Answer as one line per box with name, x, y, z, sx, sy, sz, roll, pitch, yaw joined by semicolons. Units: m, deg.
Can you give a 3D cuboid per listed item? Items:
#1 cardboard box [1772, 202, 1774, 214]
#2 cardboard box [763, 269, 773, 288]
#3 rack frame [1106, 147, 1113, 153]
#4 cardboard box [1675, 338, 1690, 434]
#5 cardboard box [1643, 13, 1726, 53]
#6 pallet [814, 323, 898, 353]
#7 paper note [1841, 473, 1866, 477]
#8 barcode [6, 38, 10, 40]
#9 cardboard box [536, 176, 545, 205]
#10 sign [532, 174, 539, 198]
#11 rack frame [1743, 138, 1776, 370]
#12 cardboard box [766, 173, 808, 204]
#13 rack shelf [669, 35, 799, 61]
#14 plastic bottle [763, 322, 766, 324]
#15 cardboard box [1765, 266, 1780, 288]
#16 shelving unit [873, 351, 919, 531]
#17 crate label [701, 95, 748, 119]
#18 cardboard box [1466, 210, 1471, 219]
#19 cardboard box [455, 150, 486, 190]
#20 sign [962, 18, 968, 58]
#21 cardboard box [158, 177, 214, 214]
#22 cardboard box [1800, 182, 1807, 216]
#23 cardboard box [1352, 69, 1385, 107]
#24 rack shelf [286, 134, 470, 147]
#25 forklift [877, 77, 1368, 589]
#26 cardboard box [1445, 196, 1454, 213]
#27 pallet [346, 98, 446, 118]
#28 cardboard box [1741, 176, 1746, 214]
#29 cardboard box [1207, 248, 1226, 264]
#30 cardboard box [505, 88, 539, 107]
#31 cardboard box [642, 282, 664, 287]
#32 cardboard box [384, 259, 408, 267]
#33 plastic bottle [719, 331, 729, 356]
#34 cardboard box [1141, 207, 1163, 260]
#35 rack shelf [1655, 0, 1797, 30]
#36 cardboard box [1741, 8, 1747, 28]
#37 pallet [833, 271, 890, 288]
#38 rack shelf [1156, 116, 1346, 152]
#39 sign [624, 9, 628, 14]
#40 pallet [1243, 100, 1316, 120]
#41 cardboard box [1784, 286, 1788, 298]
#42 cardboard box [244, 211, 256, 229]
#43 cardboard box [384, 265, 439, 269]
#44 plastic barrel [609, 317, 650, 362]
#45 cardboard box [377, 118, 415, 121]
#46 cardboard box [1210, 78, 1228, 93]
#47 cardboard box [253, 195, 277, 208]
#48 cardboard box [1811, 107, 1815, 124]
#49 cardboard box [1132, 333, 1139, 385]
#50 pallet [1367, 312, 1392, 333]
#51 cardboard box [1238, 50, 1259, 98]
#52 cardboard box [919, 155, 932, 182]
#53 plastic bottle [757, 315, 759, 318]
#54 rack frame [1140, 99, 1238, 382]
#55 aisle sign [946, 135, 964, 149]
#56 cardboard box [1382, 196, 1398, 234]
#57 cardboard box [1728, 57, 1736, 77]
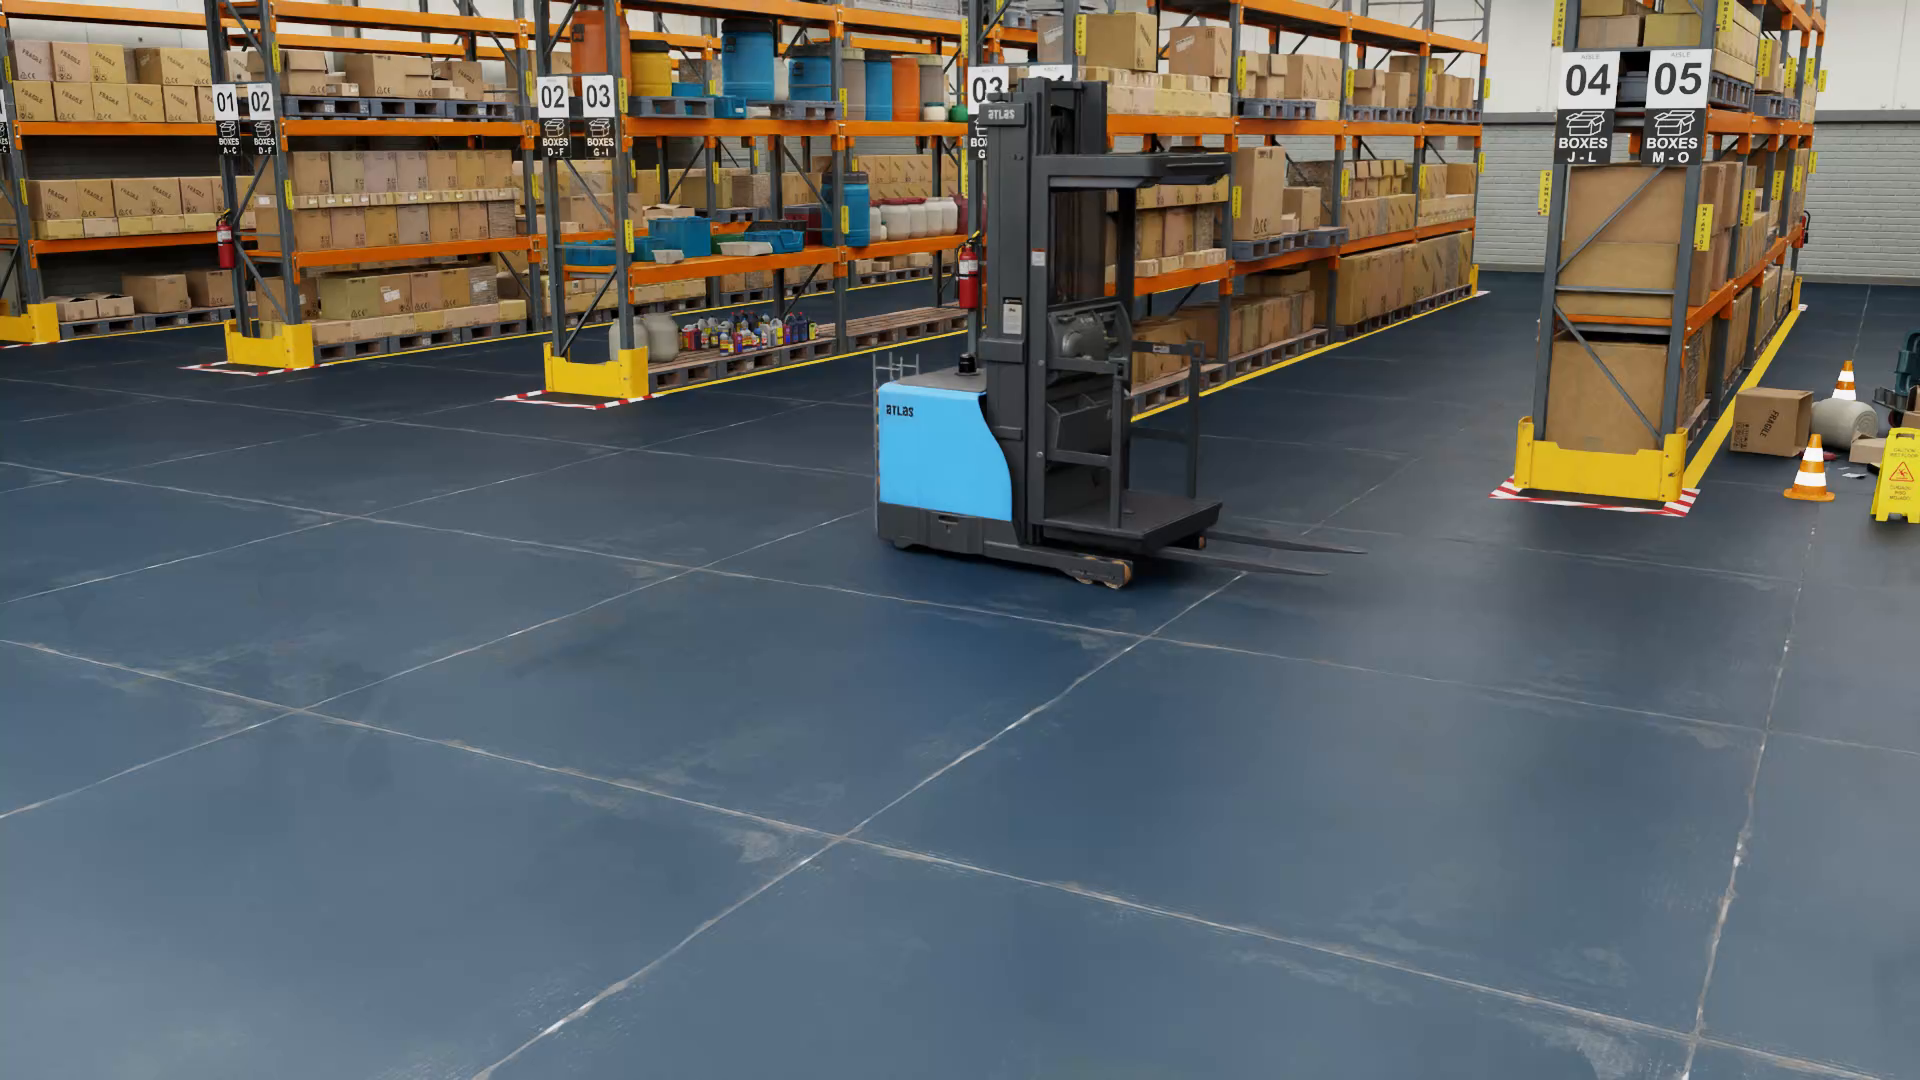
cardboard box;10.105;-4.208;21.094;0.380;0.149;0.250;6;15;25
cardboard box;-3.303;-4.455;27.509;0.500;0.500;0.500;7;15;27
rack frame;2.000;-5.444;27.214;1.000;3.000;0.127;7;15;28
cardboard box;5.521;-1.337;13.815;0.875;0.875;0.875;7;15;27
cardboard box;5.286;-3.691;12.118;0.500;0.250;0.500;7;15;28
pallet;-1.522;-2.613;21.420;1.003;0.211;1.213;7;15;28
paper note;7.052;-0.515;13.107;0.142;0.017;0.144;-12;18;-40
barcode;-12.568;-6.591;21.947;0.001;0.075;0.075;7;15;28
cardboard box;-7.645;-6.227;29.574;0.500;0.500;0.500;7;15;28
sign;-5.715;-4.761;22.367;0.100;0.325;0.005;7;15;28
rack frame;8.695;-3.479;19.066;1.000;3.000;0.127;7;15;28
cardboard box;-3.036;-6.039;28.572;0.700;0.500;0.500;10;17;37
rack shelf;-3.301;-7.968;27.272;1.077;0.370;4.000;7;15;28
plastic bottle;-2.277;-2.432;19.578;0.061;0.283;0.133;7;15;28
cardboard box;10.490;-3.472;21.873;0.500;0.250;0.500;7;15;27
shelving unit;-0.424;-0.649;11.164;0.258;1.200;0.189;9;16;33
crate label;-2.607;-4.714;18.106;0.502;0.251;0.408;7;15;28
cardboard box;8.261;-5.417;27.640;0.380;0.149;0.250;8;15;29
cardboard box;-6.654;-4.848;21.762;0.700;0.500;0.500;7;15;28
sign;0.059;-4.376;14.497;0.100;0.325;0.005;7;15;28
cardboard box;-10.987;-4.889;23.591;0.500;0.500;0.500;7;15;26
cardboard box;12.571;-5.193;25.324;0.500;0.500;0.500;8;16;29
cardboard box;5.371;-6.196;22.818;0.797;0.503;0.637;7;15;27
rack shelf;-9.573;-6.444;26.497;1.077;0.370;4.000;7;15;28
forklift;0.972;-1.278;10.082;3.031;2.935;1.130;9;16;33
cardboard box;7.528;-5.330;26.427;0.500;0.250;0.500;7;15;28
pallet;-7.182;-5.353;20.624;1.003;0.211;1.213;7;15;28
cardboard box;7.733;-3.609;17.256;0.700;0.500;0.500;7;15;27
cardboard box;2.622;-3.042;17.787;0.380;0.149;0.250;7;15;28
cardboard box;-5.895;-6.079;22.874;0.500;0.250;0.500;9;16;34
cardboard box;-4.798;-3.979;24.914;0.500;0.311;0.500;7;15;28
cardboard box;-9.475;-4.393;27.251;0.700;0.500;0.500;7;15;28
plastic bottle;-2.652;-2.206;18.667;0.097;0.271;0.097;0;14;0
cardboard box;1.493;-3.039;16.390;0.875;0.500;0.500;7;15;28
rack shelf;7.728;-5.441;16.792;1.077;0.370;4.000;7;15;28
cardboard box;6.130;-4.212;13.432;0.380;0.149;0.250;8;16;29
pallet;-2.001;-4.791;30.456;1.003;0.211;1.213;7;15;28
rack shelf;3.435;-4.760;19.513;1.077;0.370;4.000;7;15;28
sign;-6.192;-9.916;30.804;0.100;0.325;0.005;7;15;28
pallet;3.359;-4.936;19.109;1.213;0.211;1.003;7;15;28
cardboard box;11.820;-3.618;24.194;0.380;0.149;0.250;8;15;29
cardboard box;-10.503;-4.730;24.532;0.500;0.250;0.500;7;15;28
cardboard box;-7.183;-3.332;21.824;0.500;0.500;0.500;7;15;28
plastic barrel;-3.550;-2.120;17.841;0.421;0.512;0.421;0;14;0
cardboard box;-9.314;-7.008;27.041;0.797;0.503;0.637;10;17;36
cardboard box;2.564;-4.721;17.286;0.380;0.149;0.250;8;16;30
cardboard box;-8.117;-4.008;19.660;0.380;0.149;0.250;7;15;27
cardboard box;12.334;-6.277;24.591;0.500;0.250;0.500;7;15;28
cardboard box;1.430;-1.789;16.491;0.500;0.500;0.500;9;16;33
pallet;5.440;-3.109;23.479;1.003;0.211;1.213;7;15;28
cardboard box;2.782;-5.039;18.019;0.797;0.503;0.637;7;15;25
cardboard box;-0.865;-7.028;31.439;0.500;0.500;0.500;8;16;30
plastic bottle;-2.537;-2.607;20.321;0.152;0.276;0.135;8;16;30
rack frame;2.469;-3.241;18.079;1.000;3.000;0.127;7;15;28
aisle sign;-0.099;-8.070;32.559;0.394;0.787;0.004;7;15;28
cardboard box;5.857;-4.596;23.483;0.500;0.500;0.500;7;15;27
cardboard box;5.884;-3.720;13.090;0.380;0.149;0.250;7;15;28
